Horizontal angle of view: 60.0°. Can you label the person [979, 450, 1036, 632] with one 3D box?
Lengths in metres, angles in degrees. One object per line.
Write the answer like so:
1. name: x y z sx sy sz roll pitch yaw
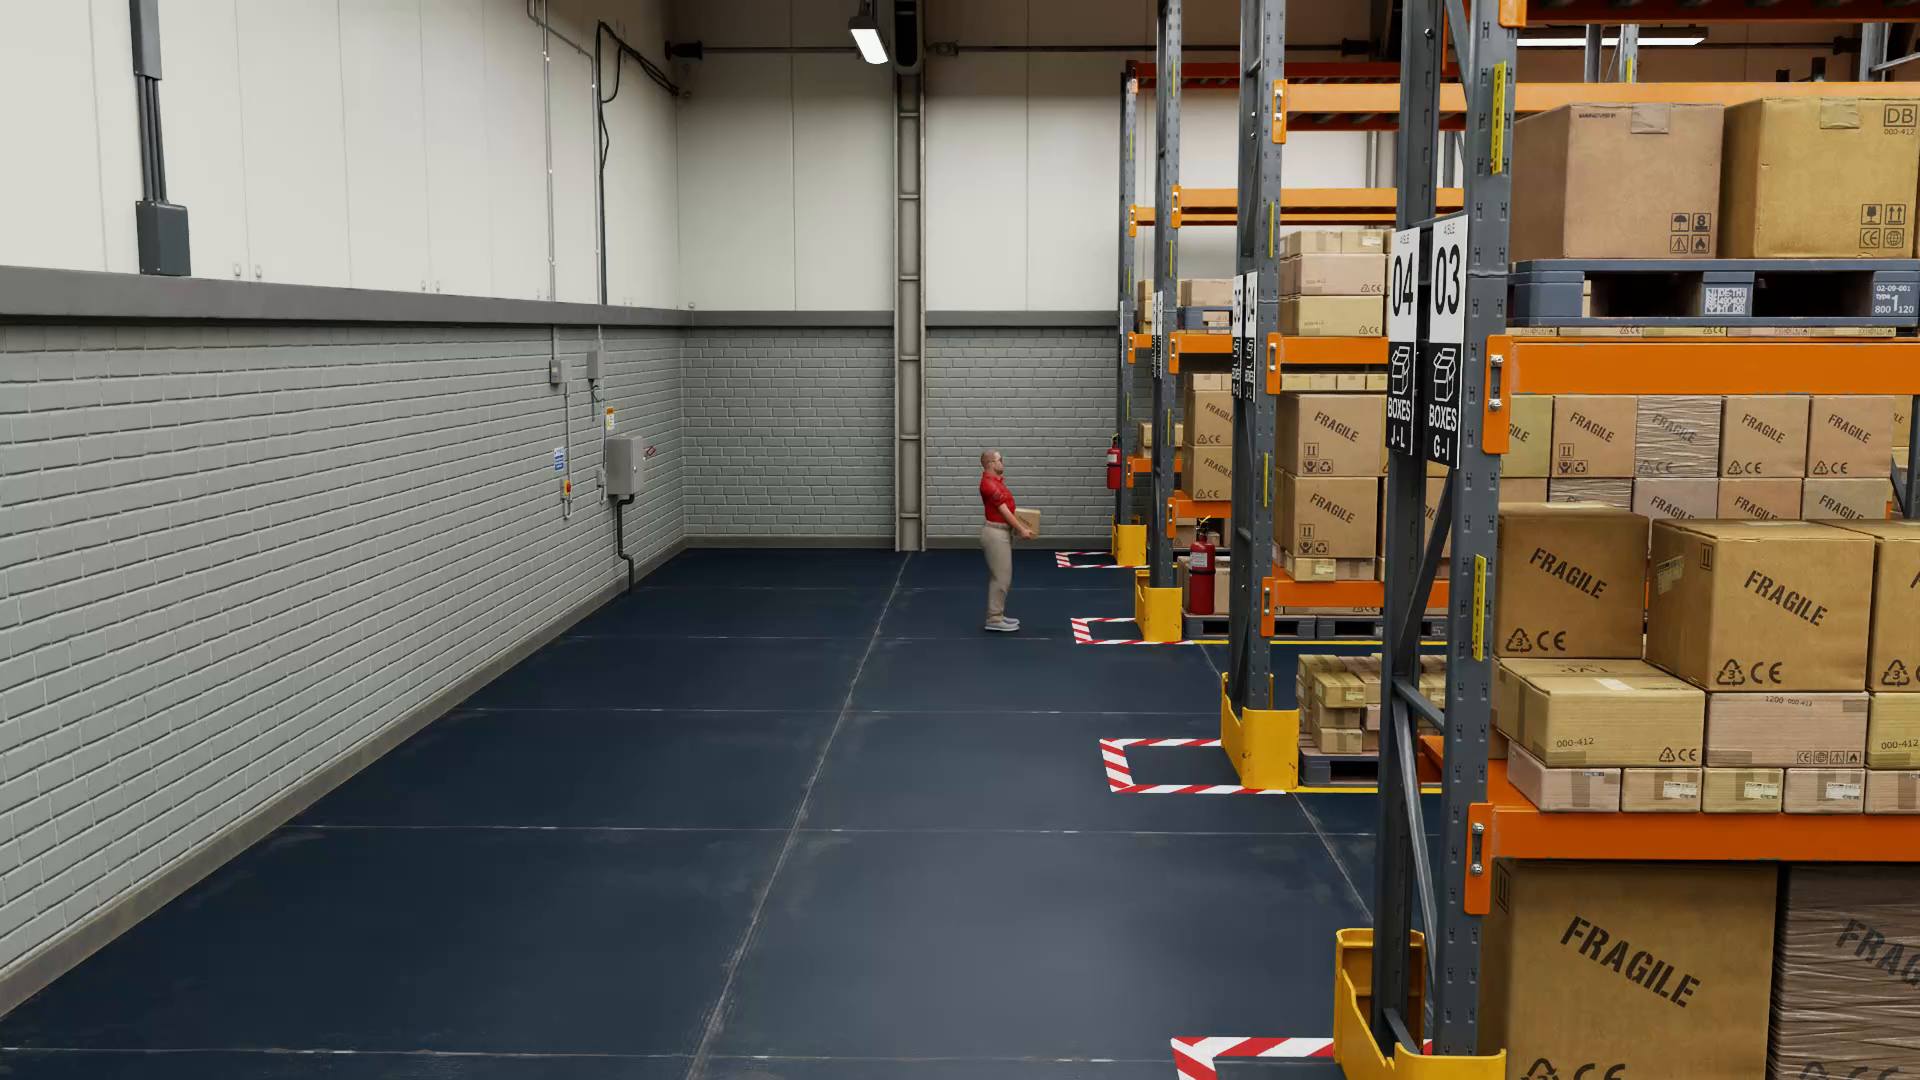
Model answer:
1. person: 0.455 -0.004 15.917 0.537 1.712 0.493 0 7 2
